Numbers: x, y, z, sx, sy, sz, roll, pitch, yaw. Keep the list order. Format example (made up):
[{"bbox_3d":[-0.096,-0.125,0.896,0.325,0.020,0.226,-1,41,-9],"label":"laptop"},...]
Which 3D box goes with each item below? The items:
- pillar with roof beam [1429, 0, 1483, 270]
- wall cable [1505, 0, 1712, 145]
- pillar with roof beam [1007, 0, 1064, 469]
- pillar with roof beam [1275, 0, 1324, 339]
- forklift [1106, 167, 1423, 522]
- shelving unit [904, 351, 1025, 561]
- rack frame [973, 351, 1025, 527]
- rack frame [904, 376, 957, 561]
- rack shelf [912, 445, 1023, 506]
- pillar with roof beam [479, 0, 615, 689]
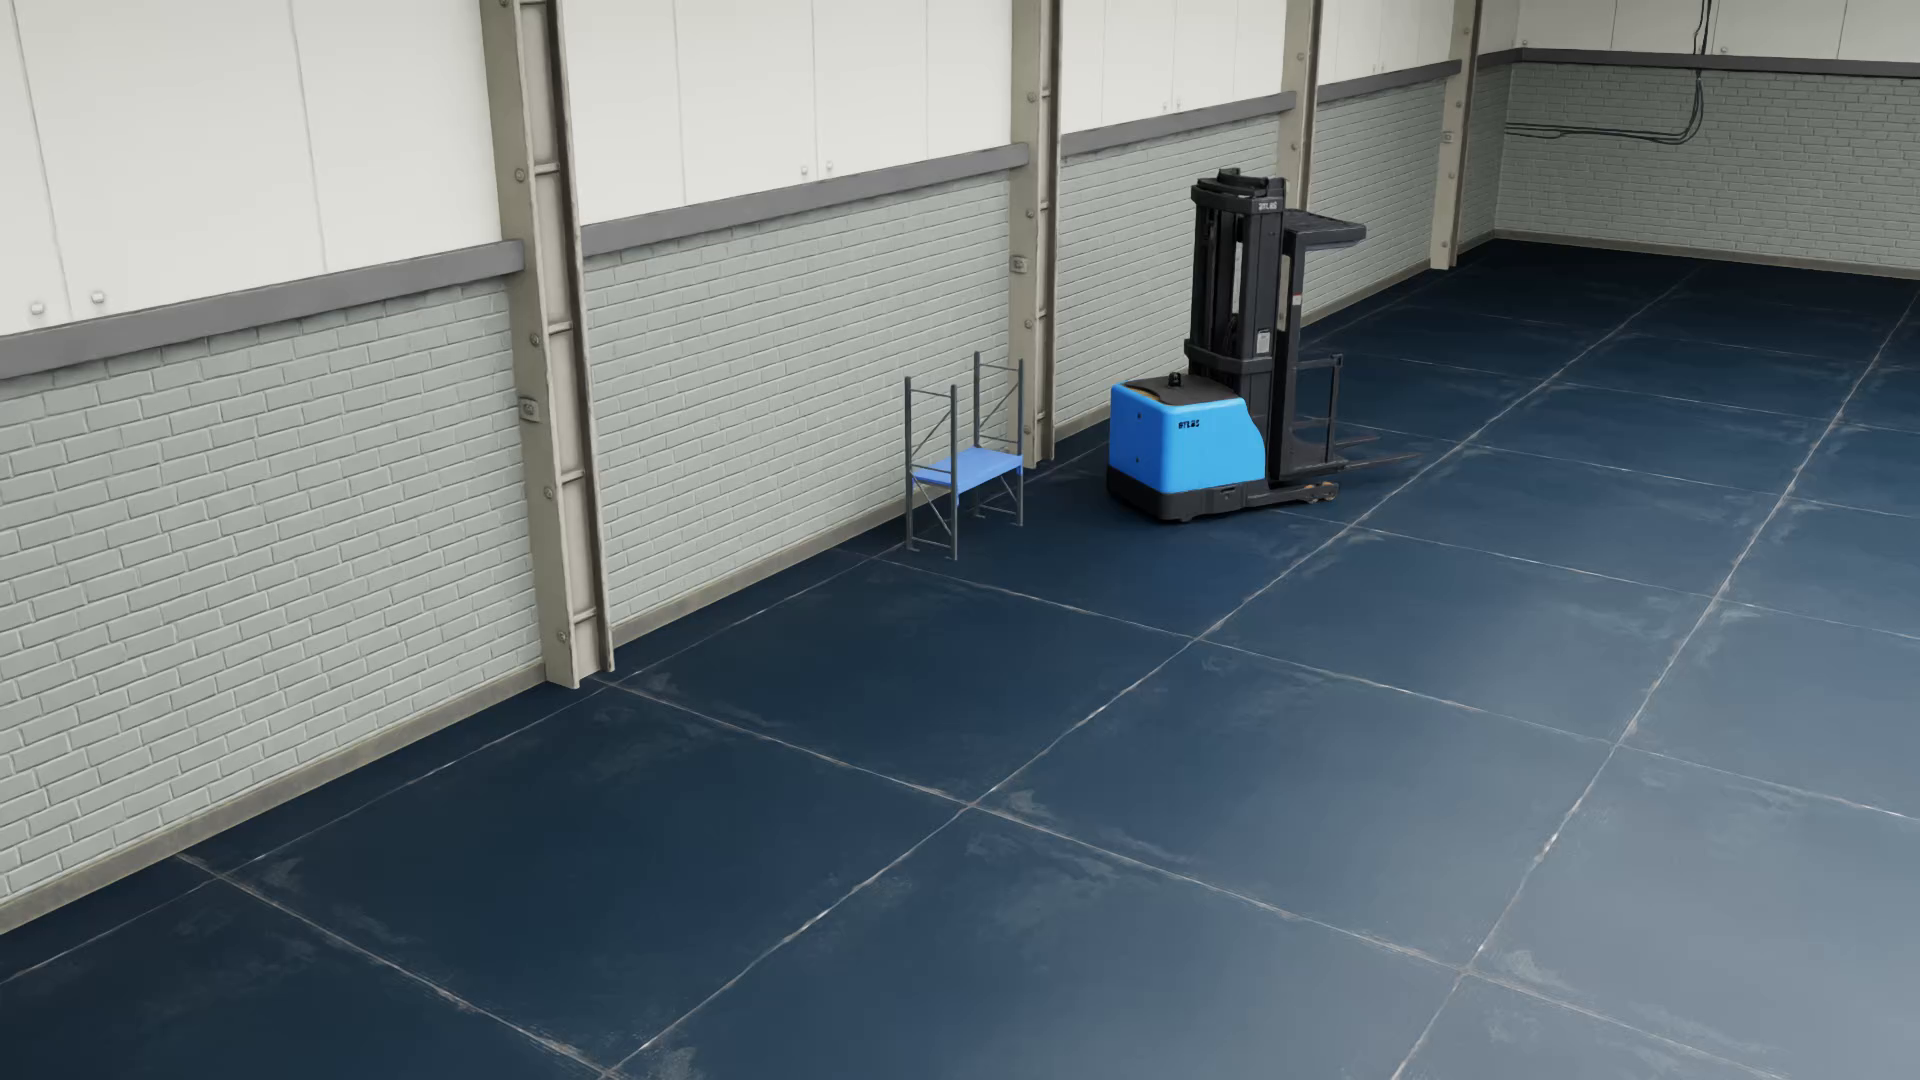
[{"bbox_3d":[11.001,-7.600,21.841,9.100,9.000,0.400,13,24,32],"label":"pillar with roof beam"},{"bbox_3d":[10.190,-7.571,26.237,3.097,2.526,0.112,13,24,32],"label":"wall cable"},{"bbox_3d":[4.255,-4.157,12.532,9.100,9.000,0.400,13,24,32],"label":"pillar with roof beam"},{"bbox_3d":[7.628,-5.879,17.187,9.100,9.000,0.400,13,24,32],"label":"pillar with roof beam"},{"bbox_3d":[2.905,-1.863,15.078,3.031,2.935,1.130,-10,22,-24],"label":"forklift"},{"bbox_3d":[0.048,-0.728,14.071,0.538,1.500,1.048,13,24,32],"label":"shelving unit"},{"bbox_3d":[0.334,-0.874,14.465,0.500,1.500,0.032,13,24,32],"label":"rack frame"},{"bbox_3d":[-0.238,-0.582,13.677,0.500,1.500,0.032,13,24,32],"label":"rack frame"},{"bbox_3d":[0.048,-0.559,14.133,0.538,0.185,1.000,13,24,32],"label":"rack shelf"},{"bbox_3d":[0.882,-2.436,7.878,9.100,9.000,0.400,13,24,32],"label":"pillar with roof beam"}]
